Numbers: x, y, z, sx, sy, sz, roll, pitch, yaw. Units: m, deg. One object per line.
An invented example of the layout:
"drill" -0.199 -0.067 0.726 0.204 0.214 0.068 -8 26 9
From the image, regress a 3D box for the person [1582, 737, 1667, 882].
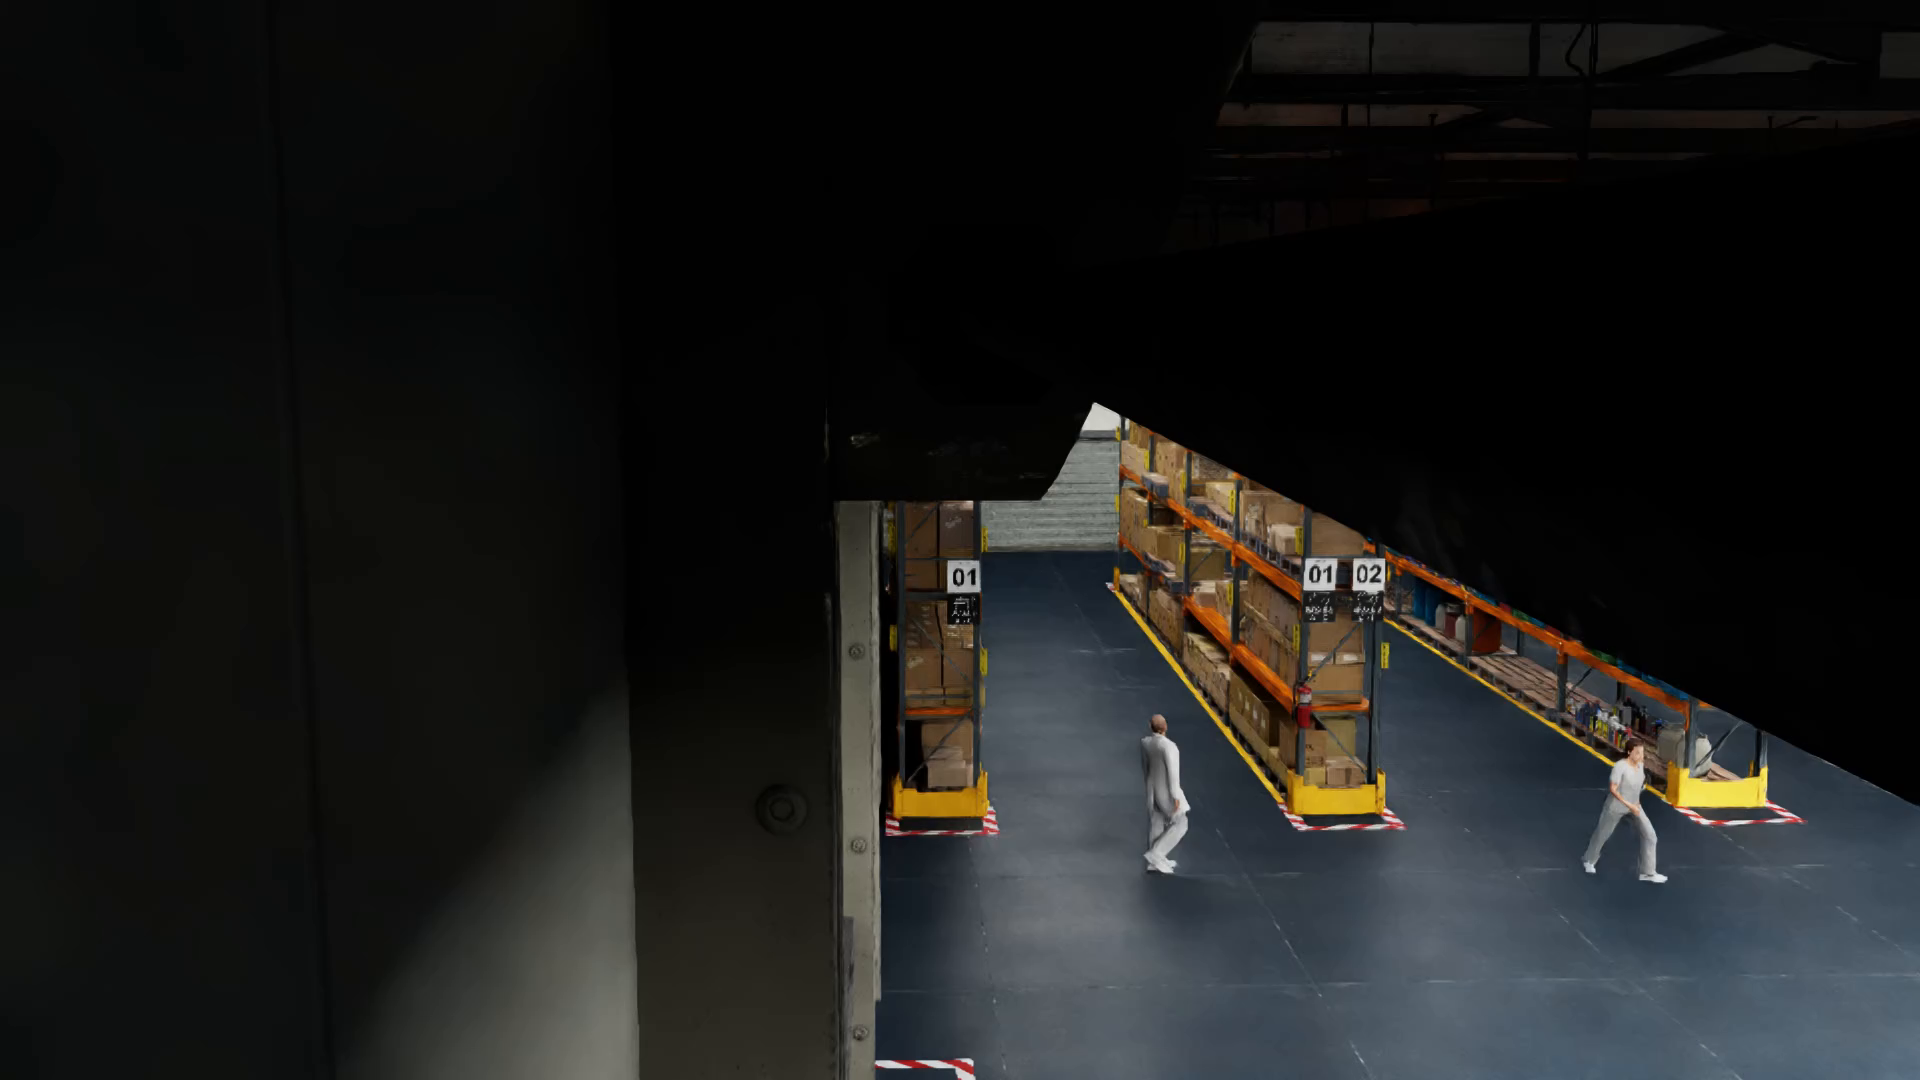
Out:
"person" 7.285 2.916 18.247 0.609 1.601 0.813 -3 9 -19

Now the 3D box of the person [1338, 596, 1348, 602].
"person" 7.828 0.594 33.924 0.533 1.707 1.040 1 8 6

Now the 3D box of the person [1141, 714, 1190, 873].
"person" 2.244 2.807 18.455 0.515 1.777 0.619 -5 10 -32
